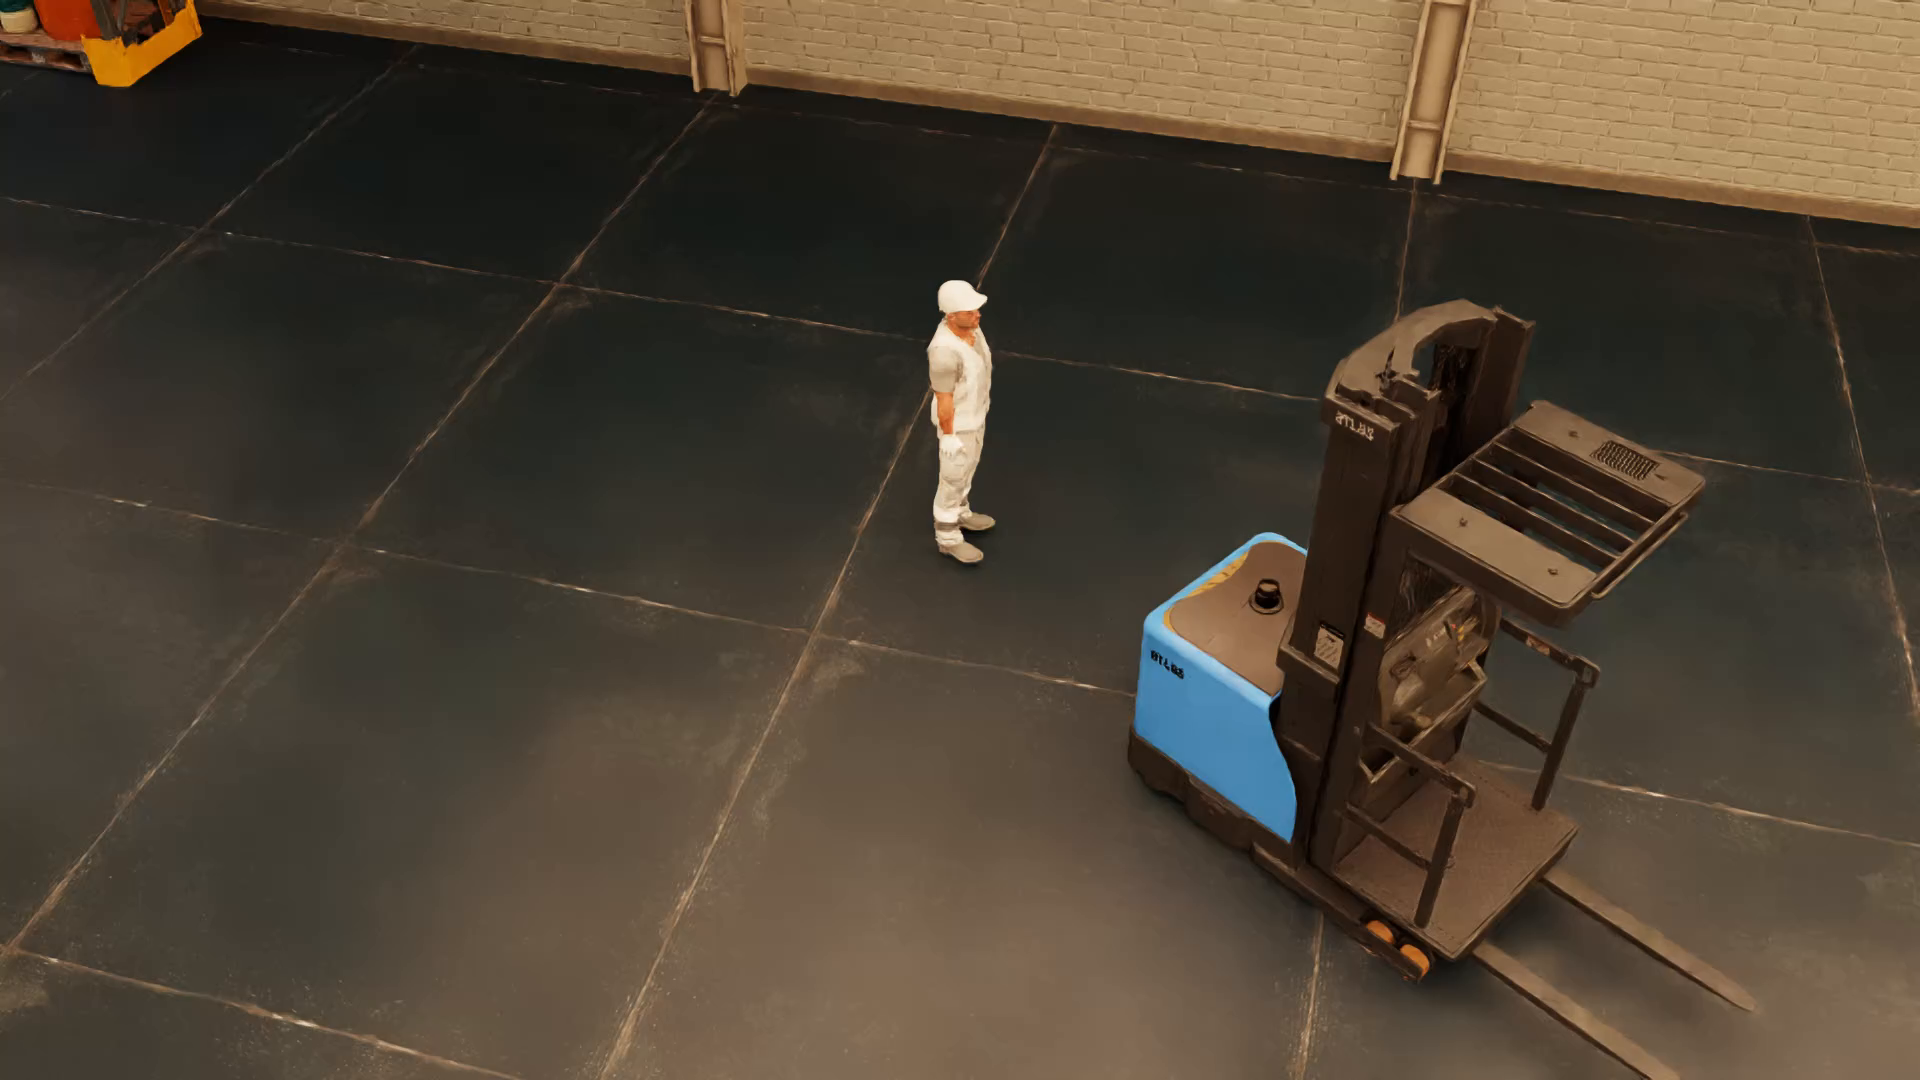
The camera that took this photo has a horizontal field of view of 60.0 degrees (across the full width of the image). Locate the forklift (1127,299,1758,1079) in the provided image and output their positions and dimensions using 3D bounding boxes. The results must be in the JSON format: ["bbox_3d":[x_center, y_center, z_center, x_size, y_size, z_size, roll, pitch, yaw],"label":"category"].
[{"bbox_3d":[2.260,0.561,7.222,1.130,2.935,3.031,-33,51,-32],"label":"forklift"}]

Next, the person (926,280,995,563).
[{"bbox_3d":[0.021,-0.701,9.465,0.349,1.795,0.540,10,42,11],"label":"person"}]
